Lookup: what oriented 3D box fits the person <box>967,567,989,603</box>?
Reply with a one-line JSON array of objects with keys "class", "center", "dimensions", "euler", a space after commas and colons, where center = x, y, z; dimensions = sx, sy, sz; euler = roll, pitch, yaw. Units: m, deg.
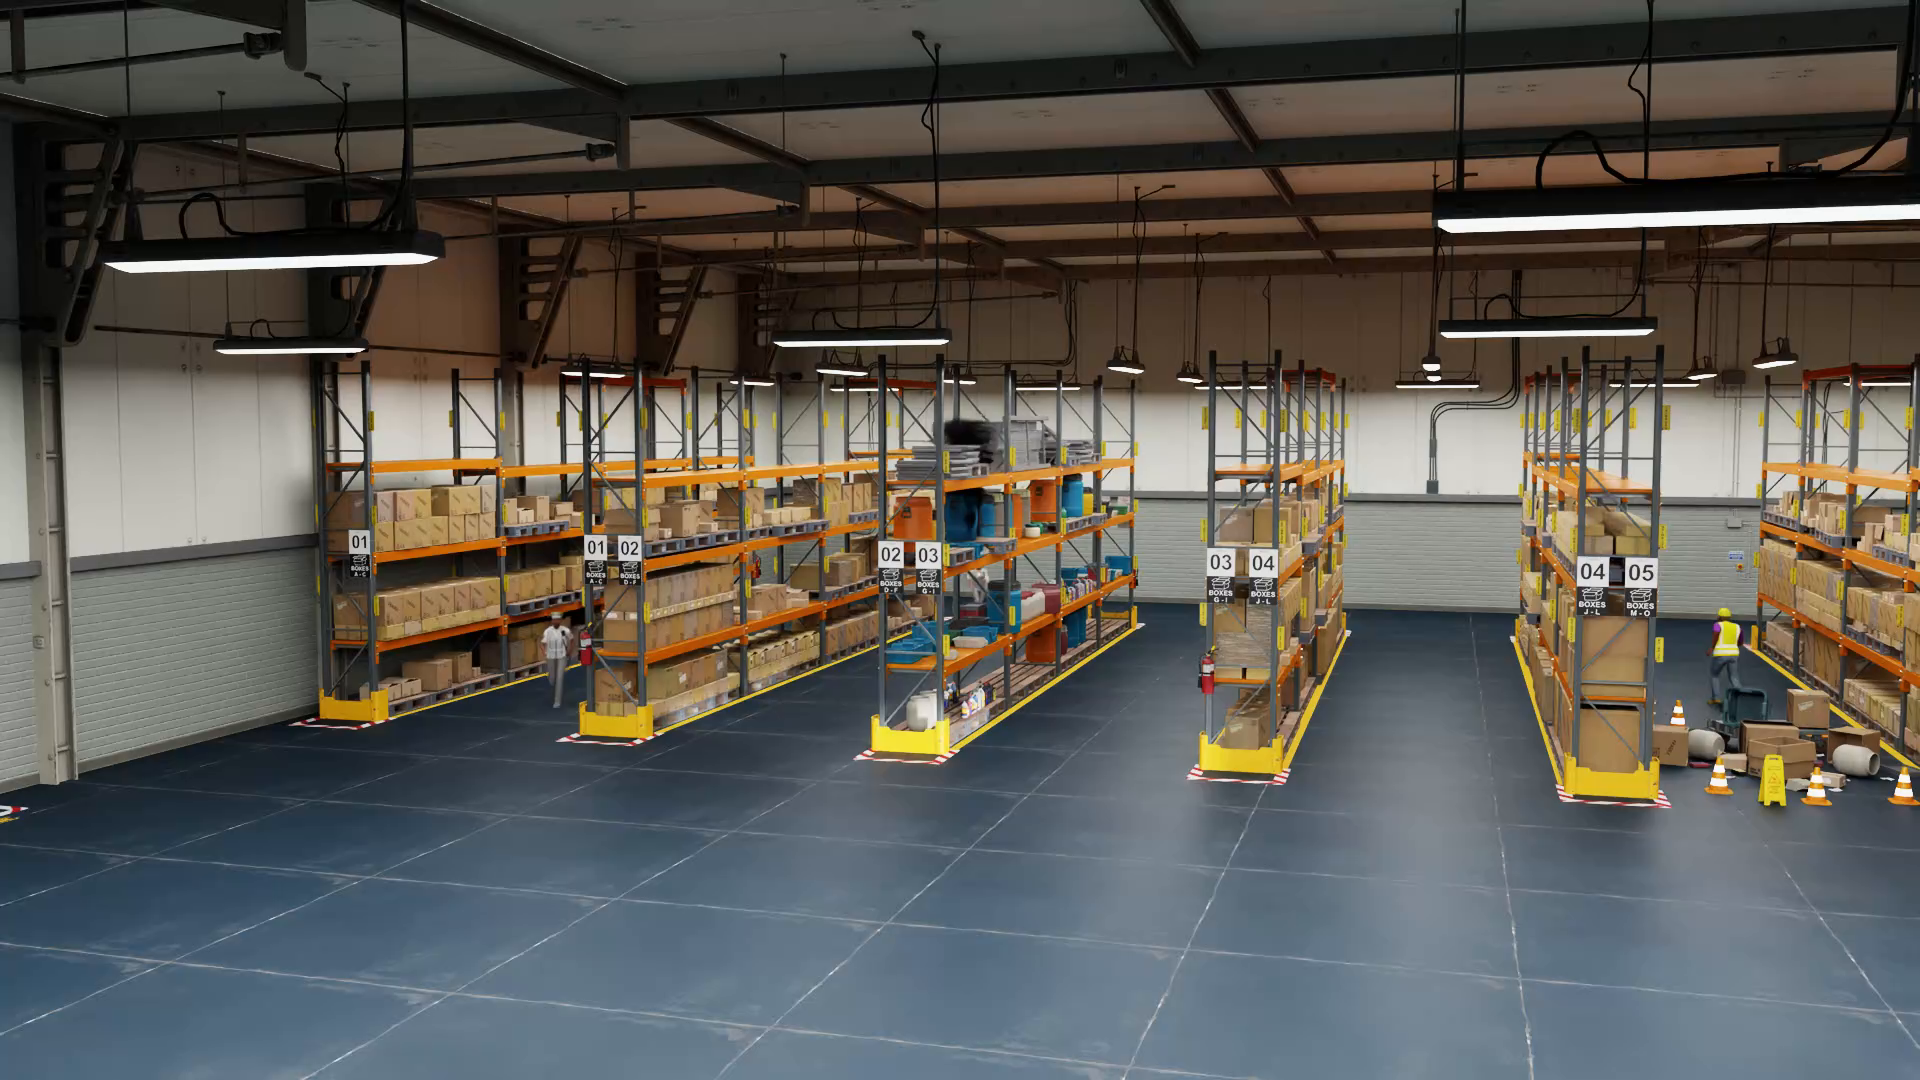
[{"class": "person", "center": [0.456, 1.273, 41.163], "dimensions": [0.531, 1.640, 0.751], "euler": [-1, 4, -8]}]

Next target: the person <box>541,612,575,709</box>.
[{"class": "person", "center": [-7.086, 2.086, 29.288], "dimensions": [0.582, 1.686, 0.780], "euler": [0, 4, -4]}]

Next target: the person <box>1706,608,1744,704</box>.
[{"class": "person", "center": [13.369, 2.066, 29.029], "dimensions": [0.714, 1.734, 0.983], "euler": [0, 4, 3]}]
